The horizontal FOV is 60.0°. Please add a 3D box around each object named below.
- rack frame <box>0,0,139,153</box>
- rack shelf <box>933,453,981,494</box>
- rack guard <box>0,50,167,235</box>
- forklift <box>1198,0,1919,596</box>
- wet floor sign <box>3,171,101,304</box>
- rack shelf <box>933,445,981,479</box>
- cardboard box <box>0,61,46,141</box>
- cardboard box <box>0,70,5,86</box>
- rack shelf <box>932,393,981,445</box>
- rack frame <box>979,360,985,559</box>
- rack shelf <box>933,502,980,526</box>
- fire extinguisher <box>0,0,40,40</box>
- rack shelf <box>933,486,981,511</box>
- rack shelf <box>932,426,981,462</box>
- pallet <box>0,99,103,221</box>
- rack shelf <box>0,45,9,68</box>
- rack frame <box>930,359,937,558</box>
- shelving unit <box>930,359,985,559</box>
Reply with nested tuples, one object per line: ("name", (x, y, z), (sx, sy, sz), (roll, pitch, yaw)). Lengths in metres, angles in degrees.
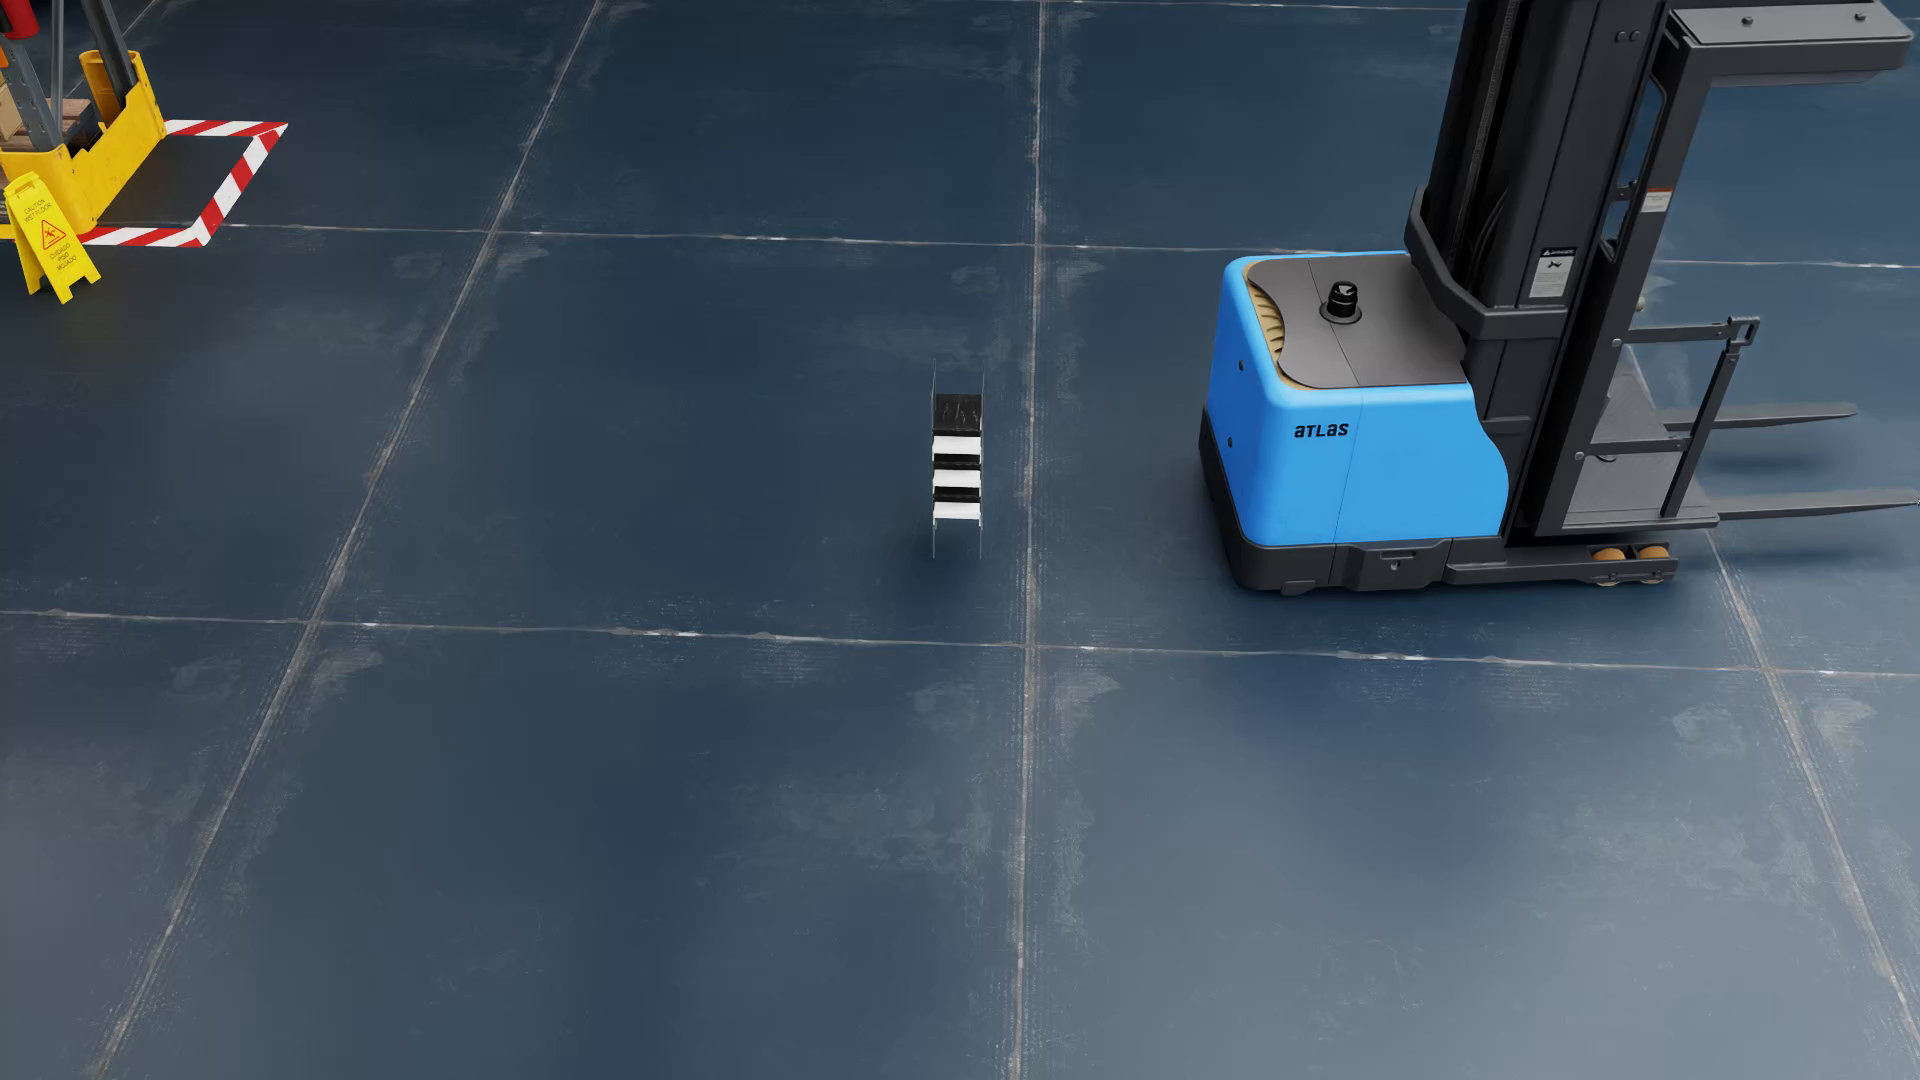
("rack frame", (-4.861, -3.172, 8.540), (0.127, 3.000, 1.000), (2, 43, 2))
("rack shelf", (-0.008, -0.305, 7.052), (0.200, 0.077, 0.258), (2, 43, 2))
("rack guard", (-4.937, -2.260, 9.394), (0.348, 0.500, 1.175), (2, 43, 2))
("forklift", (2.645, -1.234, 6.510), (3.031, 2.935, 1.130), (-3, 43, -3))
("wet floor sign", (-4.720, -1.576, 8.554), (0.232, 0.644, 0.267), (16, 45, 16))
("rack shelf", (-0.008, -0.371, 6.990), (0.200, 0.077, 0.258), (2, 43, 2))
("cardboard box", (-5.655, -2.533, 9.563), (0.500, 0.250, 0.500), (1, 43, 2))
("cardboard box", (-5.679, -2.807, 9.307), (0.500, 0.500, 0.500), (0, 43, 0))
("rack shelf", (-0.008, -0.503, 6.868), (0.200, 0.077, 0.258), (2, 43, 2))
("rack frame", (0.093, -0.326, 7.026), (0.006, 0.900, 0.240), (2, 43, 2))
("rack shelf", (-0.008, -0.173, 7.174), (0.200, 0.077, 0.258), (2, 43, 2))
("fire extinguisher", (-4.768, -2.826, 8.225), (0.183, 0.674, 0.296), (2, 43, 2))
("rack shelf", (-0.008, -0.239, 7.113), (0.200, 0.077, 0.258), (2, 43, 2))
("rack shelf", (-0.008, -0.437, 6.929), (0.200, 0.077, 0.258), (2, 43, 2))
("pallet", (-5.747, -2.203, 9.545), (1.213, 0.211, 1.003), (2, 43, 2))
("rack shelf", (-6.859, -2.970, 8.851), (4.000, 0.370, 1.077), (2, 43, 2))
("rack frame", (-0.110, -0.333, 7.032), (0.006, 0.900, 0.240), (2, 43, 2))
("shelving unit", (-0.008, -0.330, 7.029), (0.210, 0.900, 0.258), (2, 43, 2))
